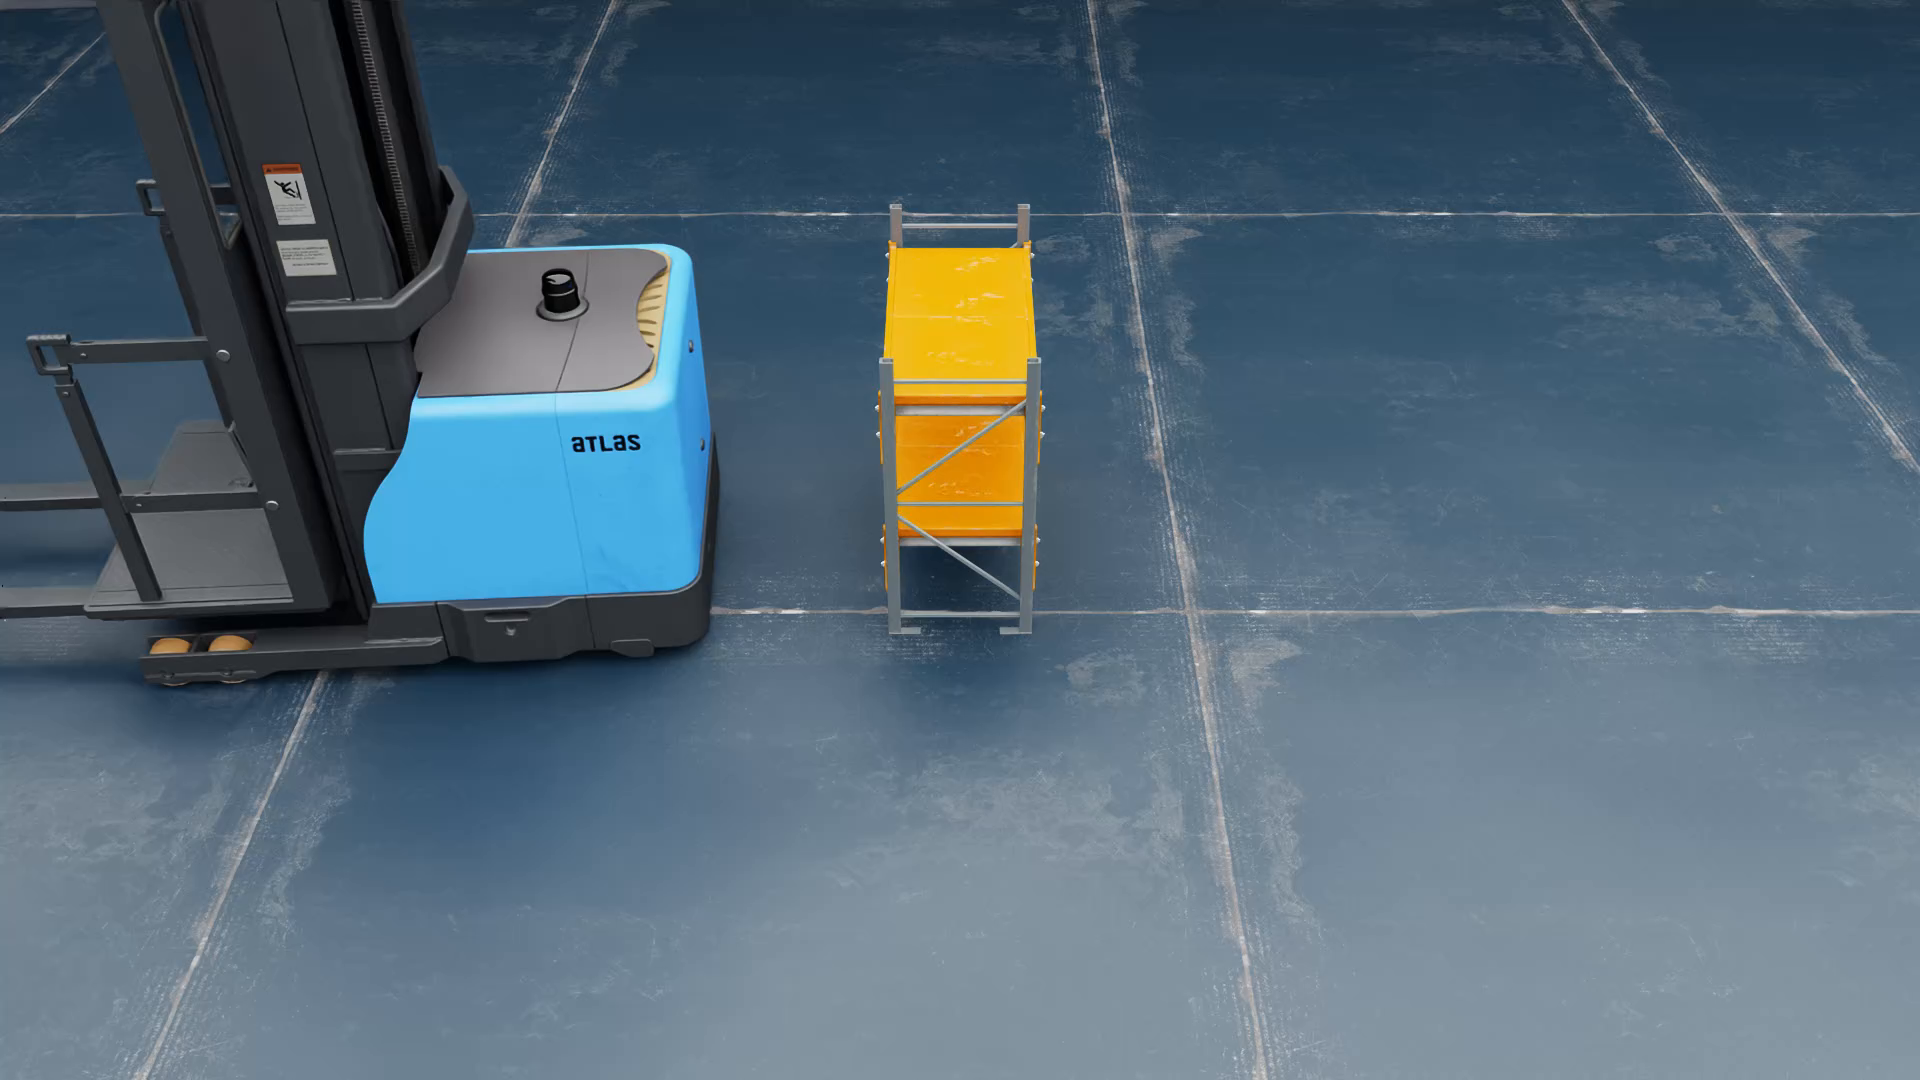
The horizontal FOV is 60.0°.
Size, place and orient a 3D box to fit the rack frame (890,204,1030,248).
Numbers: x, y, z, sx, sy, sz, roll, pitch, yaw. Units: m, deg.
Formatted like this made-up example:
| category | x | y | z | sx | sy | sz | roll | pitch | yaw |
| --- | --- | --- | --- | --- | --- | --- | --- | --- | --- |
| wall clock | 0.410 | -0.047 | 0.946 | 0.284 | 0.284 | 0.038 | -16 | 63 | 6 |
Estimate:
| category | x | y | z | sx | sy | sz | roll | pitch | yaw |
| --- | --- | --- | --- | --- | --- | --- | --- | --- | --- |
| rack frame | -0.001 | -0.753 | 6.290 | 0.500 | 1.125 | 0.032 | 0 | 39 | 0 |

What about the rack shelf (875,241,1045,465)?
| category | x | y | z | sx | sy | sz | roll | pitch | yaw |
| --- | --- | --- | --- | --- | --- | --- | --- | --- | --- |
| rack shelf | 0.000 | -0.663 | 5.710 | 0.538 | 0.278 | 1.000 | 0 | 39 | 0 |

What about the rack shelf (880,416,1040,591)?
| category | x | y | z | sx | sy | sz | roll | pitch | yaw |
| --- | --- | --- | --- | --- | --- | --- | --- | --- | --- |
| rack shelf | 0.000 | -0.244 | 6.046 | 0.538 | 0.278 | 1.000 | 0 | 39 | 0 |

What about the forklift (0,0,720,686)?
| category | x | y | z | sx | sy | sz | roll | pitch | yaw |
| --- | --- | --- | --- | --- | --- | --- | --- | --- | --- |
| forklift | -2.410 | -0.993 | 5.145 | 3.031 | 2.935 | 1.130 | -2 | 39 | -3 |

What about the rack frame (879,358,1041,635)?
| category | x | y | z | sx | sy | sz | roll | pitch | yaw |
| --- | --- | --- | --- | --- | --- | --- | --- | --- | --- |
| rack frame | 0.001 | -0.117 | 5.496 | 0.500 | 1.125 | 0.032 | 0 | 39 | 0 |

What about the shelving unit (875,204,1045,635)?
| category | x | y | z | sx | sy | sz | roll | pitch | yaw |
| --- | --- | --- | --- | --- | --- | --- | --- | --- | --- |
| shelving unit | 0.000 | -0.435 | 5.893 | 0.538 | 1.125 | 1.048 | 0 | 39 | 0 |
